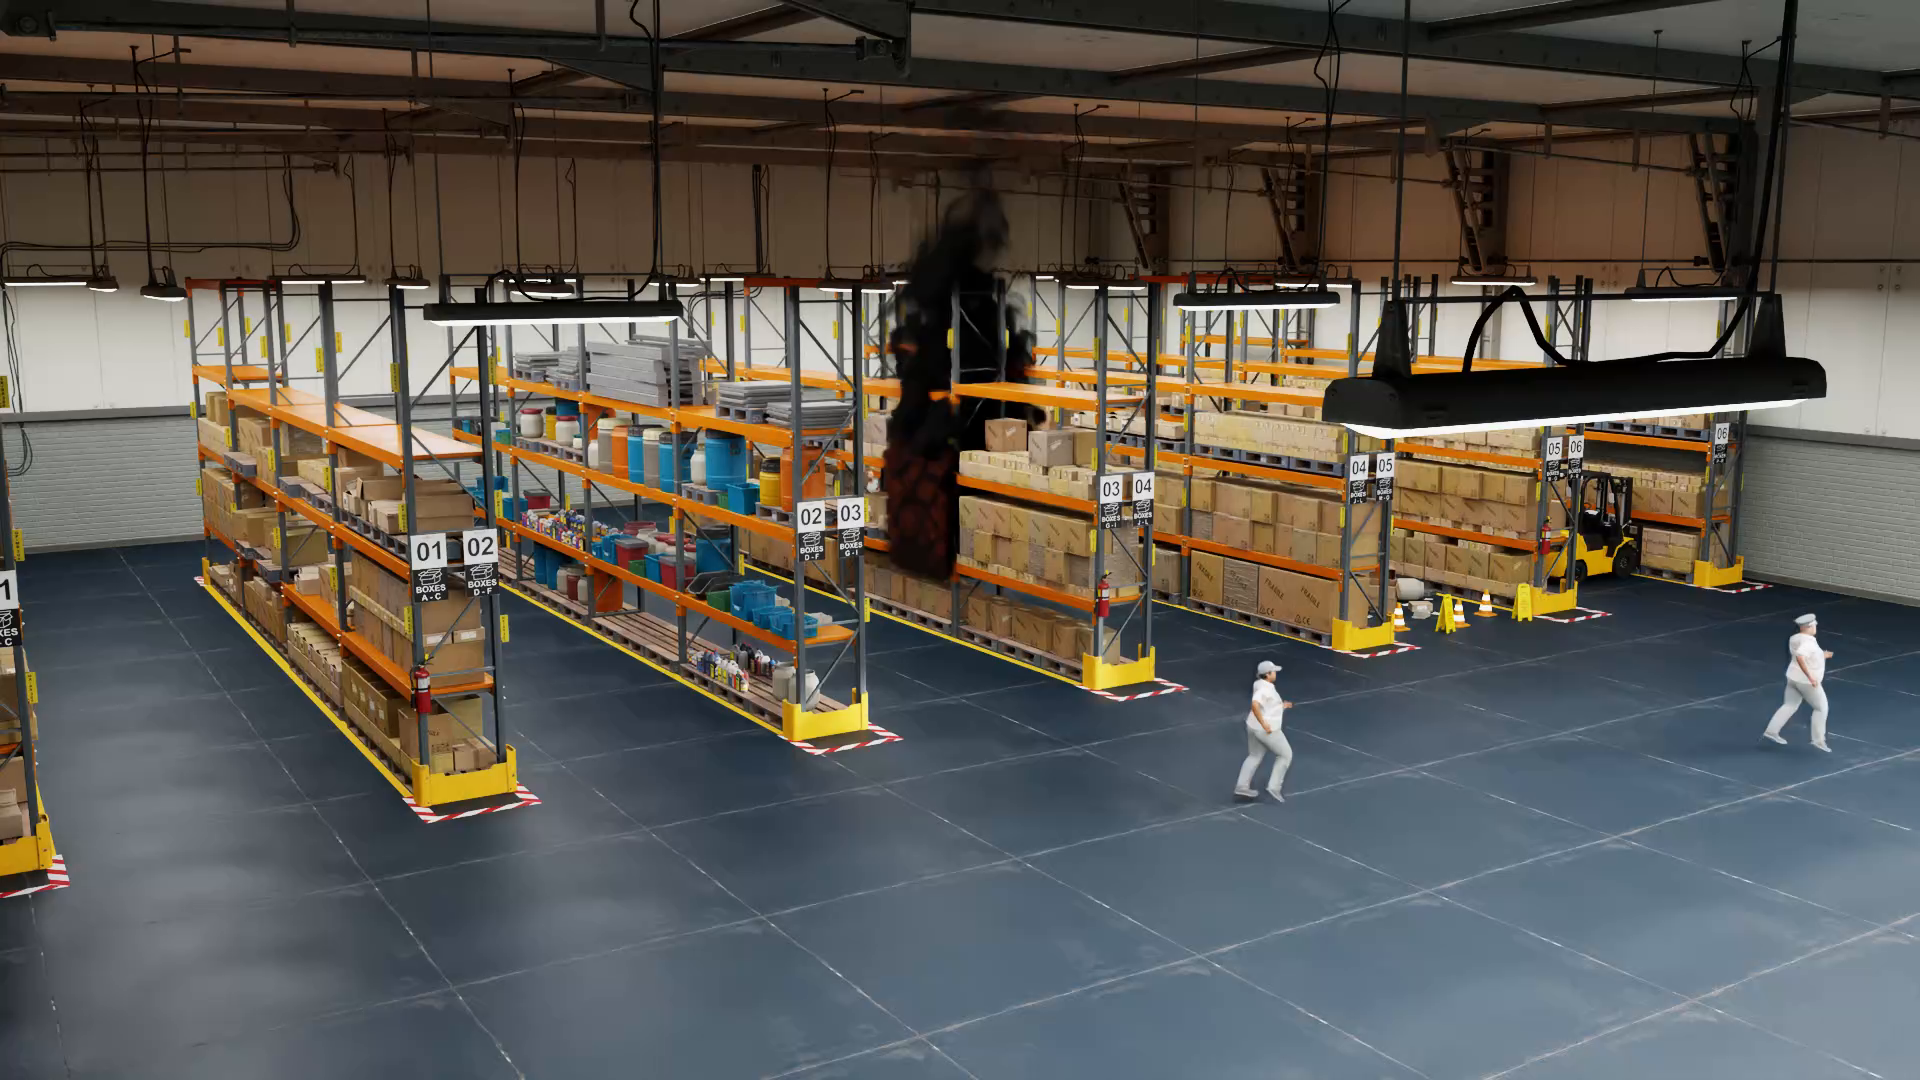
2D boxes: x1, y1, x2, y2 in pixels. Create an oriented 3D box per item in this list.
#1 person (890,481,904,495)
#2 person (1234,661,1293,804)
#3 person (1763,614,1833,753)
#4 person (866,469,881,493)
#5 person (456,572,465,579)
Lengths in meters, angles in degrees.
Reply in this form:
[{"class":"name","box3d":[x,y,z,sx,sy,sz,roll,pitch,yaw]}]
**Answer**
[{"class":"person","box3d":[-1.653,-1.590,42.419,0.862,1.718,0.618,-5,11,-29]},{"class":"person","box3d":[3.591,2.265,19.592,0.683,1.707,0.587,-2,10,-12]},{"class":"person","box3d":[10.941,1.863,21.596,0.837,1.834,0.640,-1,10,-6]},{"class":"person","box3d":[-1.998,-0.811,37.900,0.584,1.618,0.708,-5,11,-27]},{"class":"person","box3d":[-8.460,0.501,28.487,0.702,1.734,0.726,8,12,40]}]
